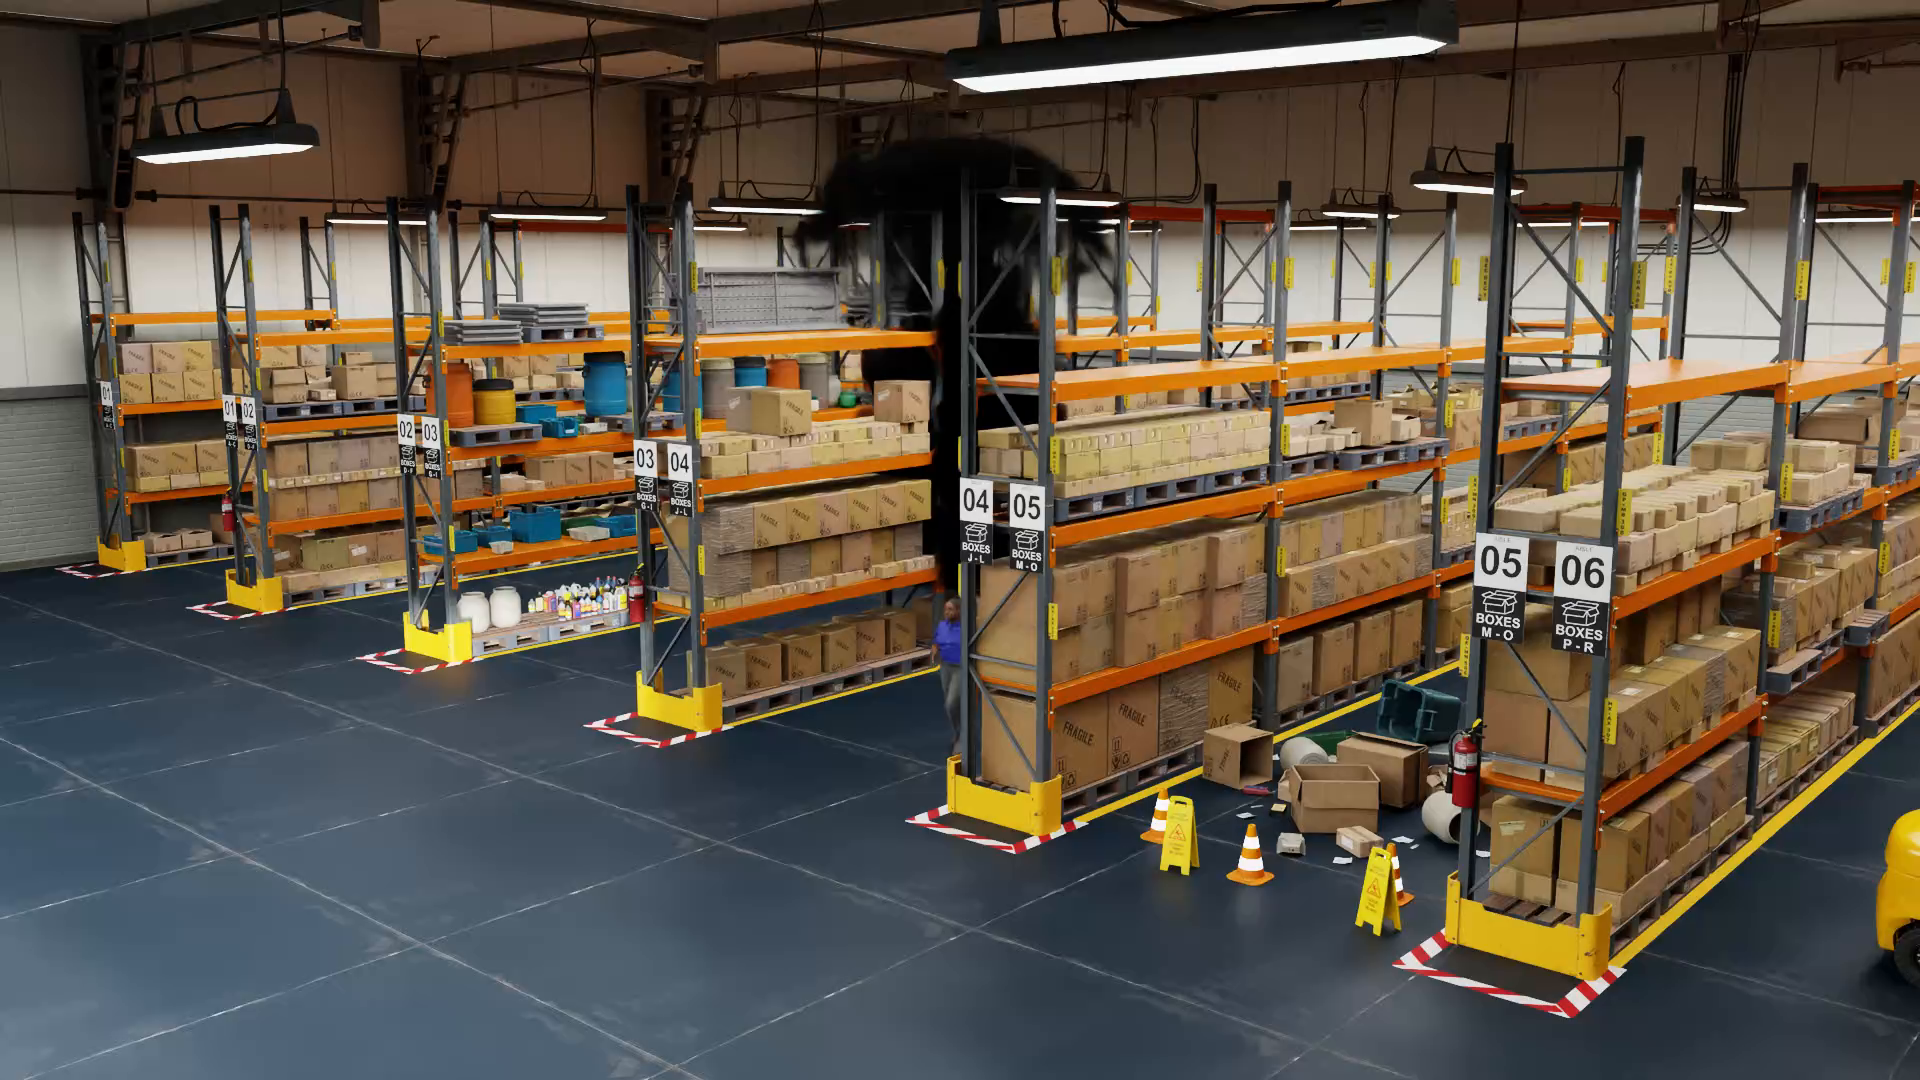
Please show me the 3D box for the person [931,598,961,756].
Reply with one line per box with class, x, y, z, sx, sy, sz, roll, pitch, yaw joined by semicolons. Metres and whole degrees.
person;-0.040;1.460;17.663;0.589;1.717;0.723;7;12;36
